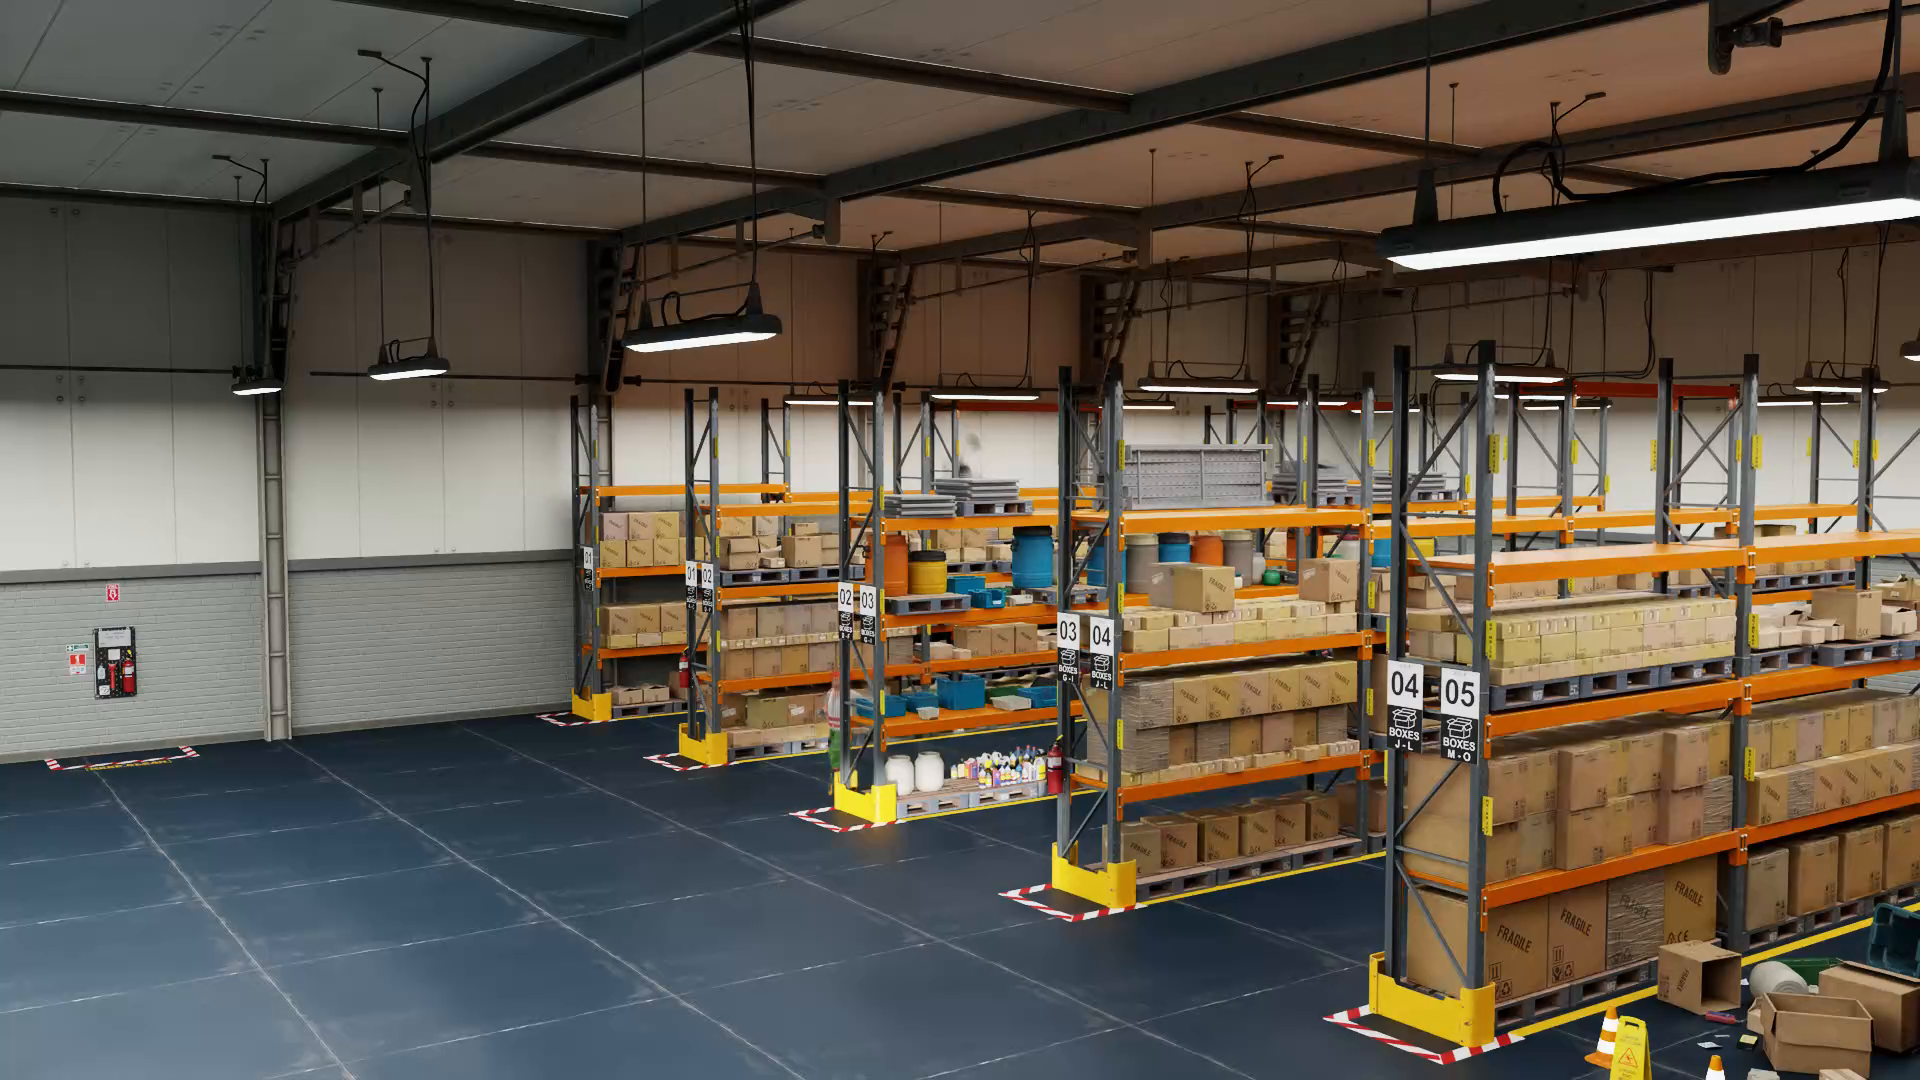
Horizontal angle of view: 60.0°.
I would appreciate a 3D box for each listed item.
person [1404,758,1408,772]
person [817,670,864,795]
[{"bbox_3d":[6.843,2.817,25.612,0.607,1.614,0.551,3,5,43],"label":"person"},{"bbox_3d":[-1.747,2.819,24.356,0.752,1.855,0.661,-3,5,-44],"label":"person"}]
